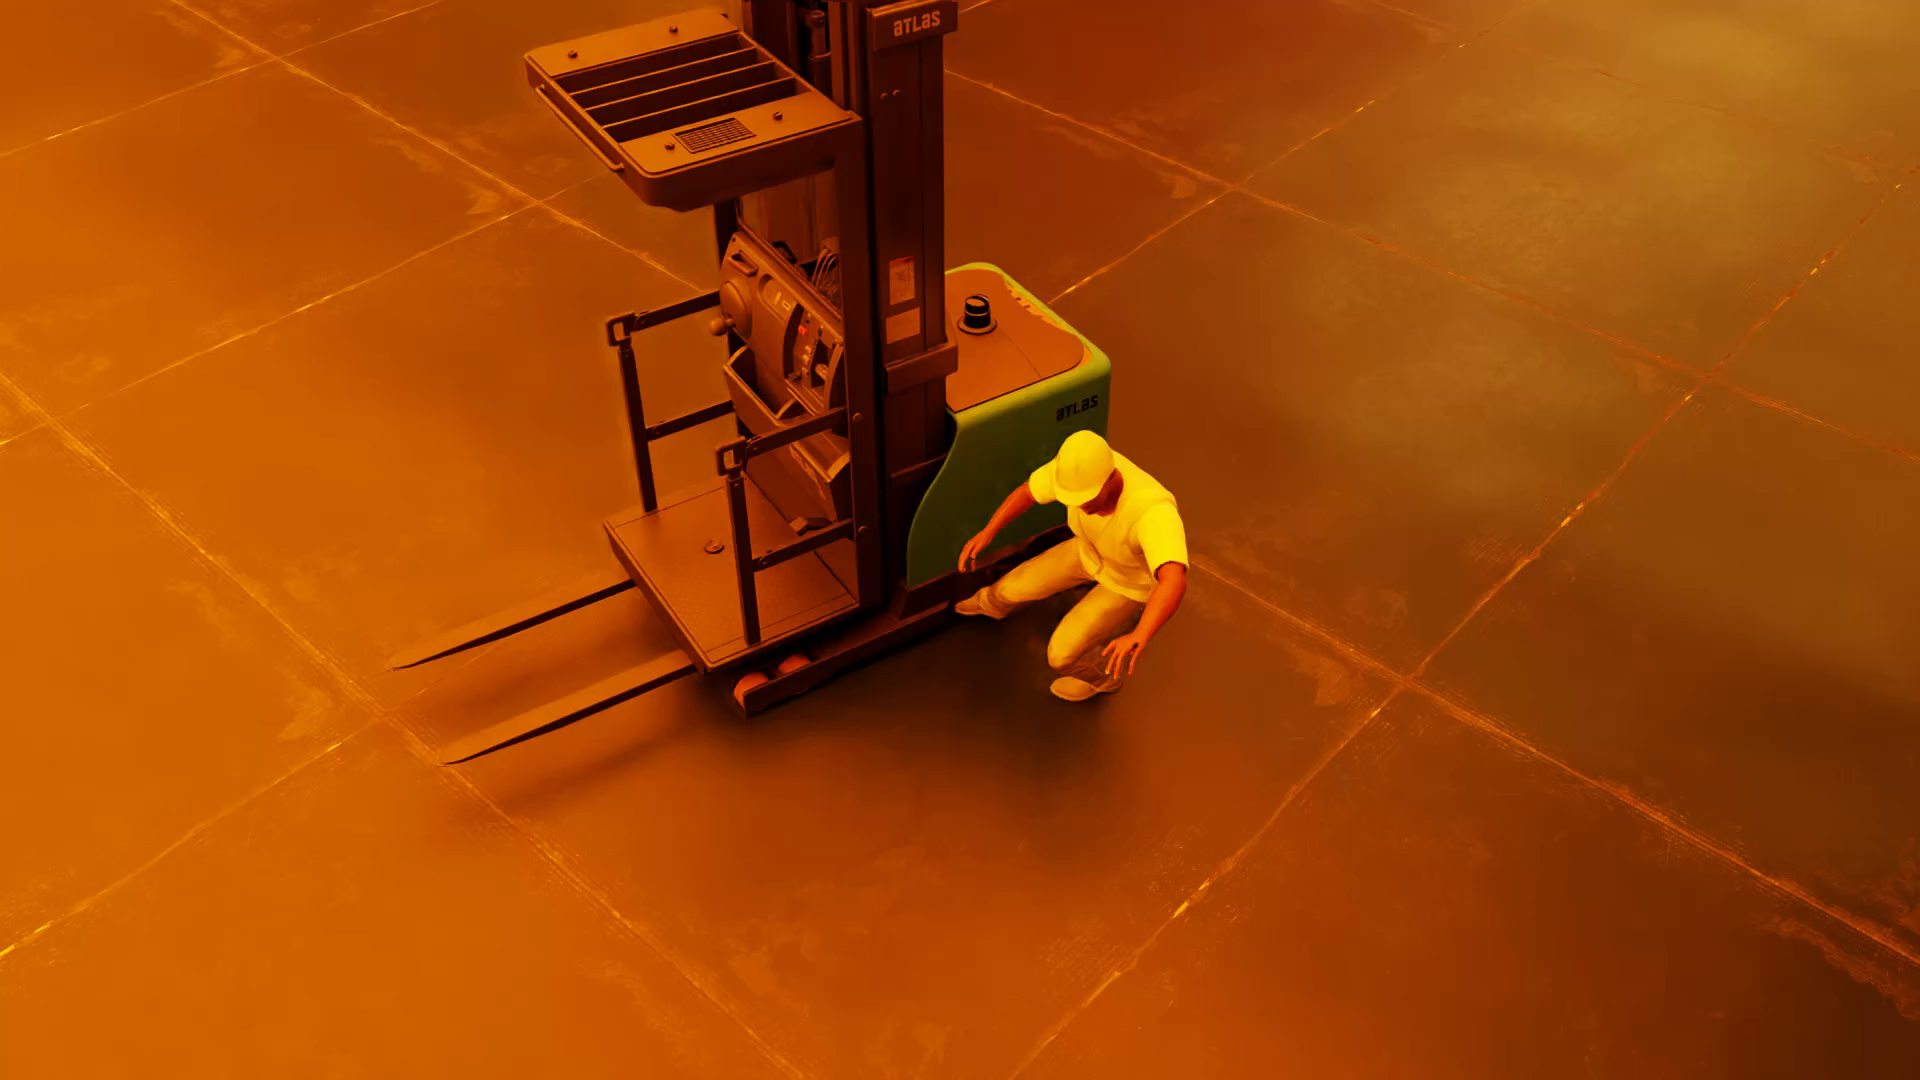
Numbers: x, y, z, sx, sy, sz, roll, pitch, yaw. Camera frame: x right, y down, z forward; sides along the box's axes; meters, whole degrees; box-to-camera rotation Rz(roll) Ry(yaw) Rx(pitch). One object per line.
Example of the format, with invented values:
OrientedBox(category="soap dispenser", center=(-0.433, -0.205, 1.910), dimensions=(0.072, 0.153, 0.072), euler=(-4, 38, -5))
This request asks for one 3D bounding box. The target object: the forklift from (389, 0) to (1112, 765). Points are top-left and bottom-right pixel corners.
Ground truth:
OrientedBox(category="forklift", center=(-0.870, -0.798, 6.359), dimensions=(3.031, 2.935, 1.130), euler=(-22, 45, -24))

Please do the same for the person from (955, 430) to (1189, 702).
OrientedBox(category="person", center=(0.377, 0.129, 6.382), dimensions=(0.861, 1.492, 1.458), euler=(-29, 49, -30))
